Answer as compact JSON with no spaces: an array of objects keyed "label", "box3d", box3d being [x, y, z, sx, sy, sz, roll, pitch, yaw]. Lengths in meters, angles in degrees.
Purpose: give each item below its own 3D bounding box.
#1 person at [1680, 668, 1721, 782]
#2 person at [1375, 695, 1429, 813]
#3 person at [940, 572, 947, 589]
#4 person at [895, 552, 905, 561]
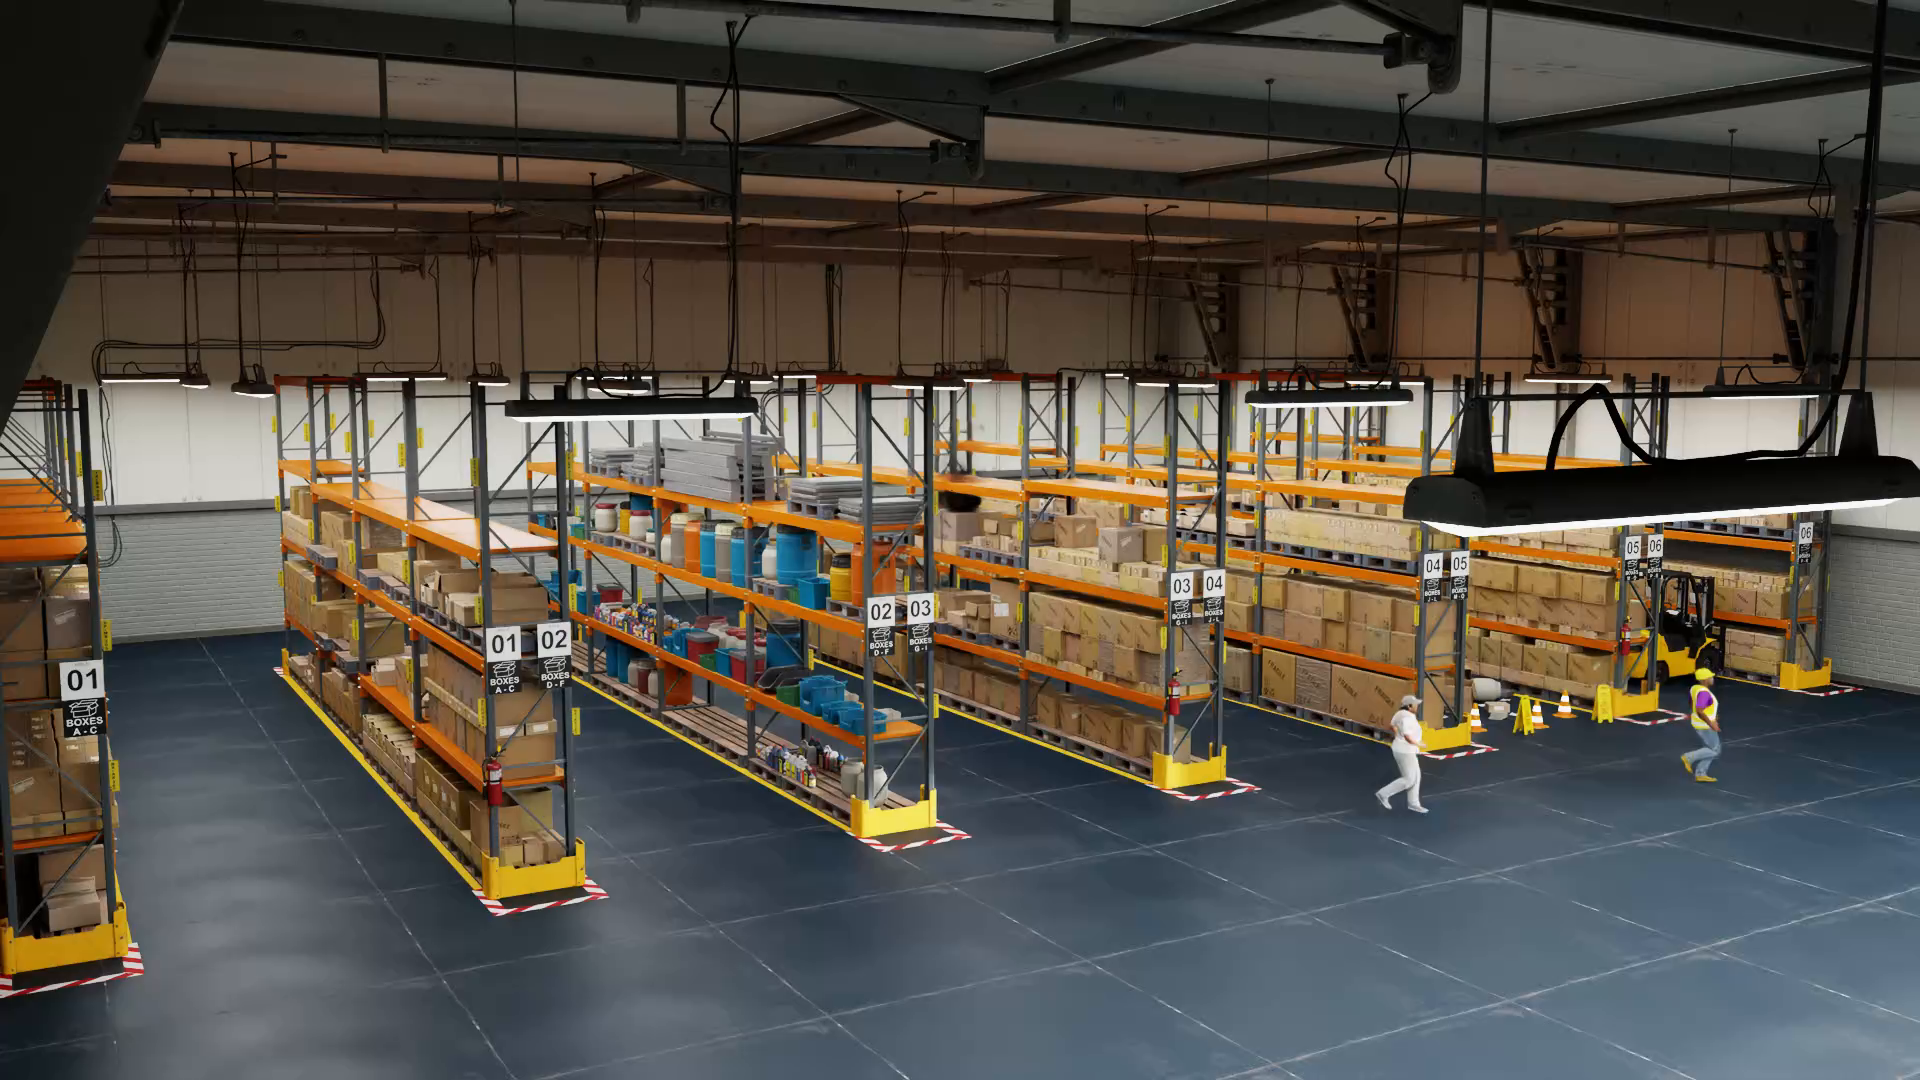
[{"label":"person","box3d":[11.074,2.765,24.851,0.589,1.719,0.704,1,6,10]},{"label":"person","box3d":[6.177,2.991,23.195,0.770,1.666,0.631,0,6,3]},{"label":"person","box3d":[-0.579,0.847,41.954,1.058,1.745,0.694,-3,7,-28]},{"label":"person","box3d":[-1.631,1.032,40.970,0.677,1.662,0.626,4,7,31]}]
